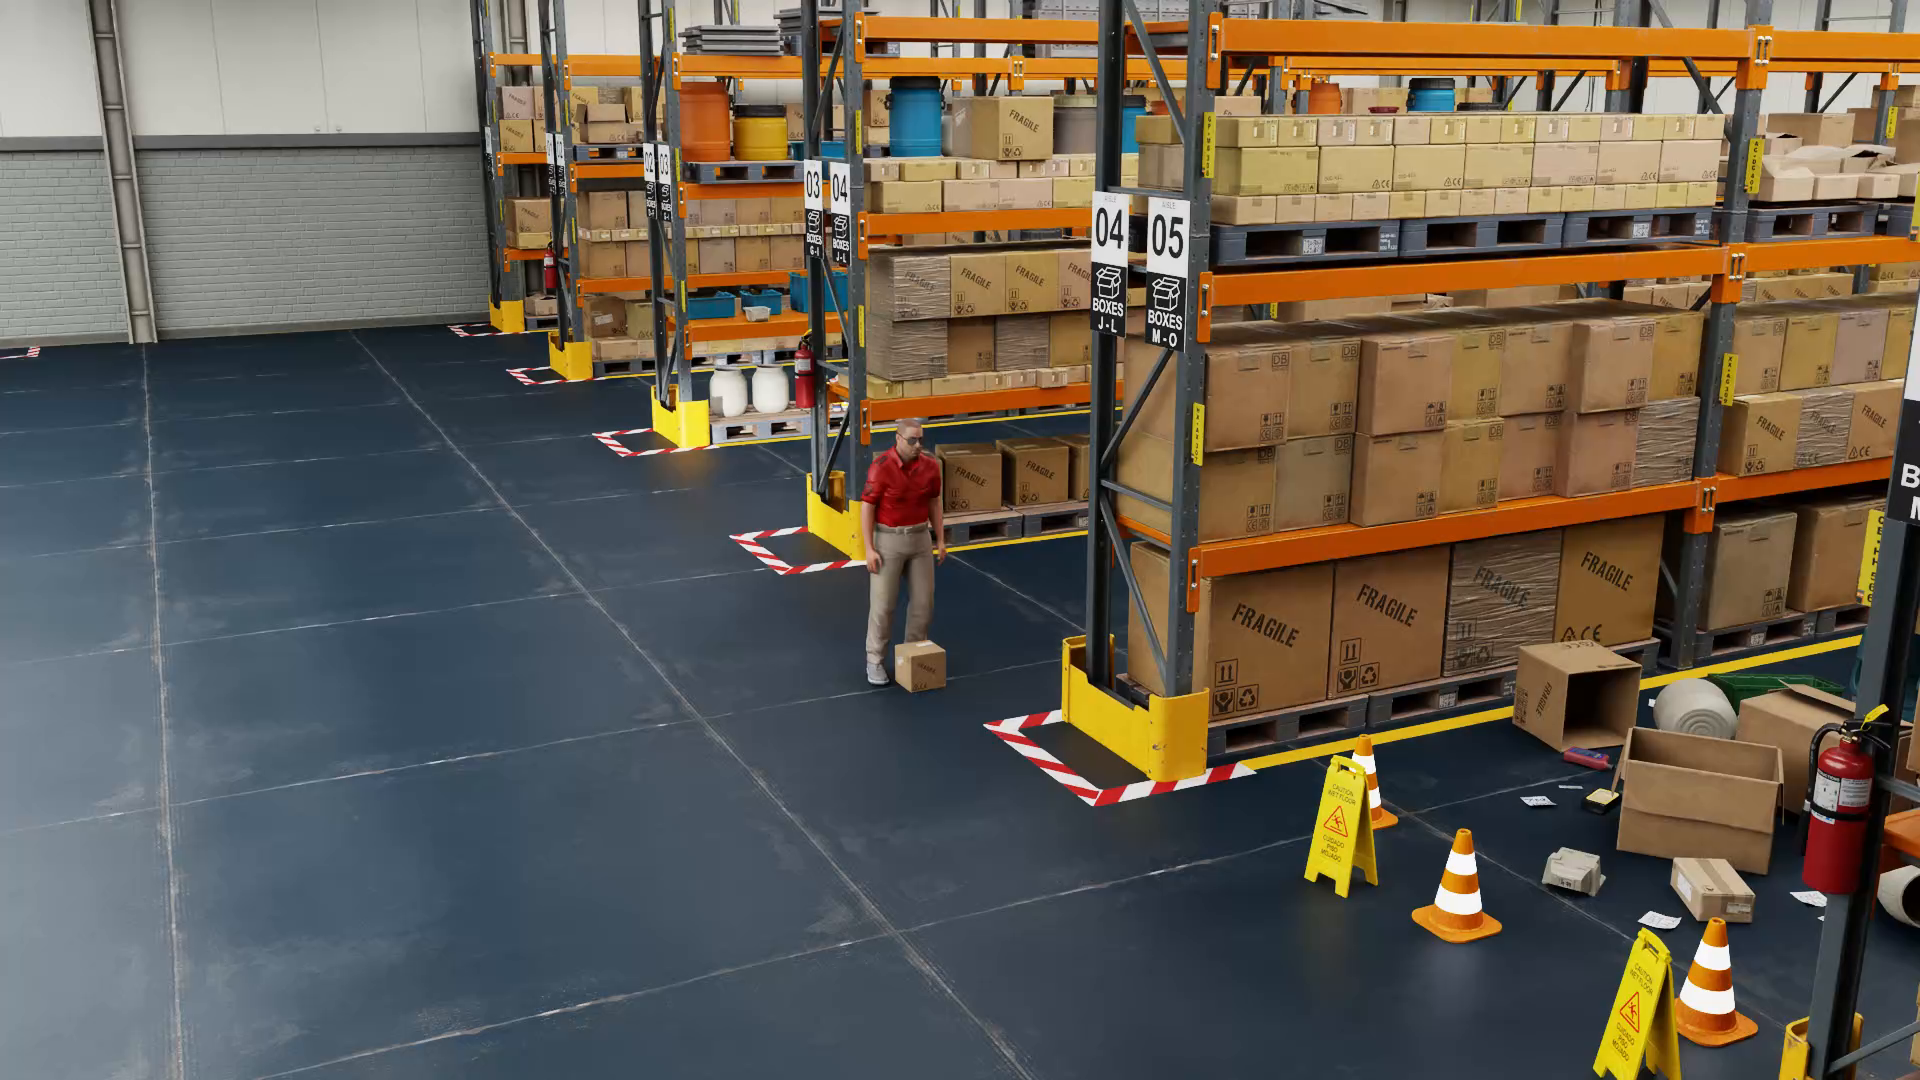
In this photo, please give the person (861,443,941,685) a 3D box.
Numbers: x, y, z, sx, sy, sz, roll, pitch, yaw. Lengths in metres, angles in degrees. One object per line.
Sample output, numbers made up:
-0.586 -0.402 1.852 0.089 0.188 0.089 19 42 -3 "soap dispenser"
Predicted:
-0.375 0.133 10.888 0.593 1.552 0.385 -8 17 -28 "person"
